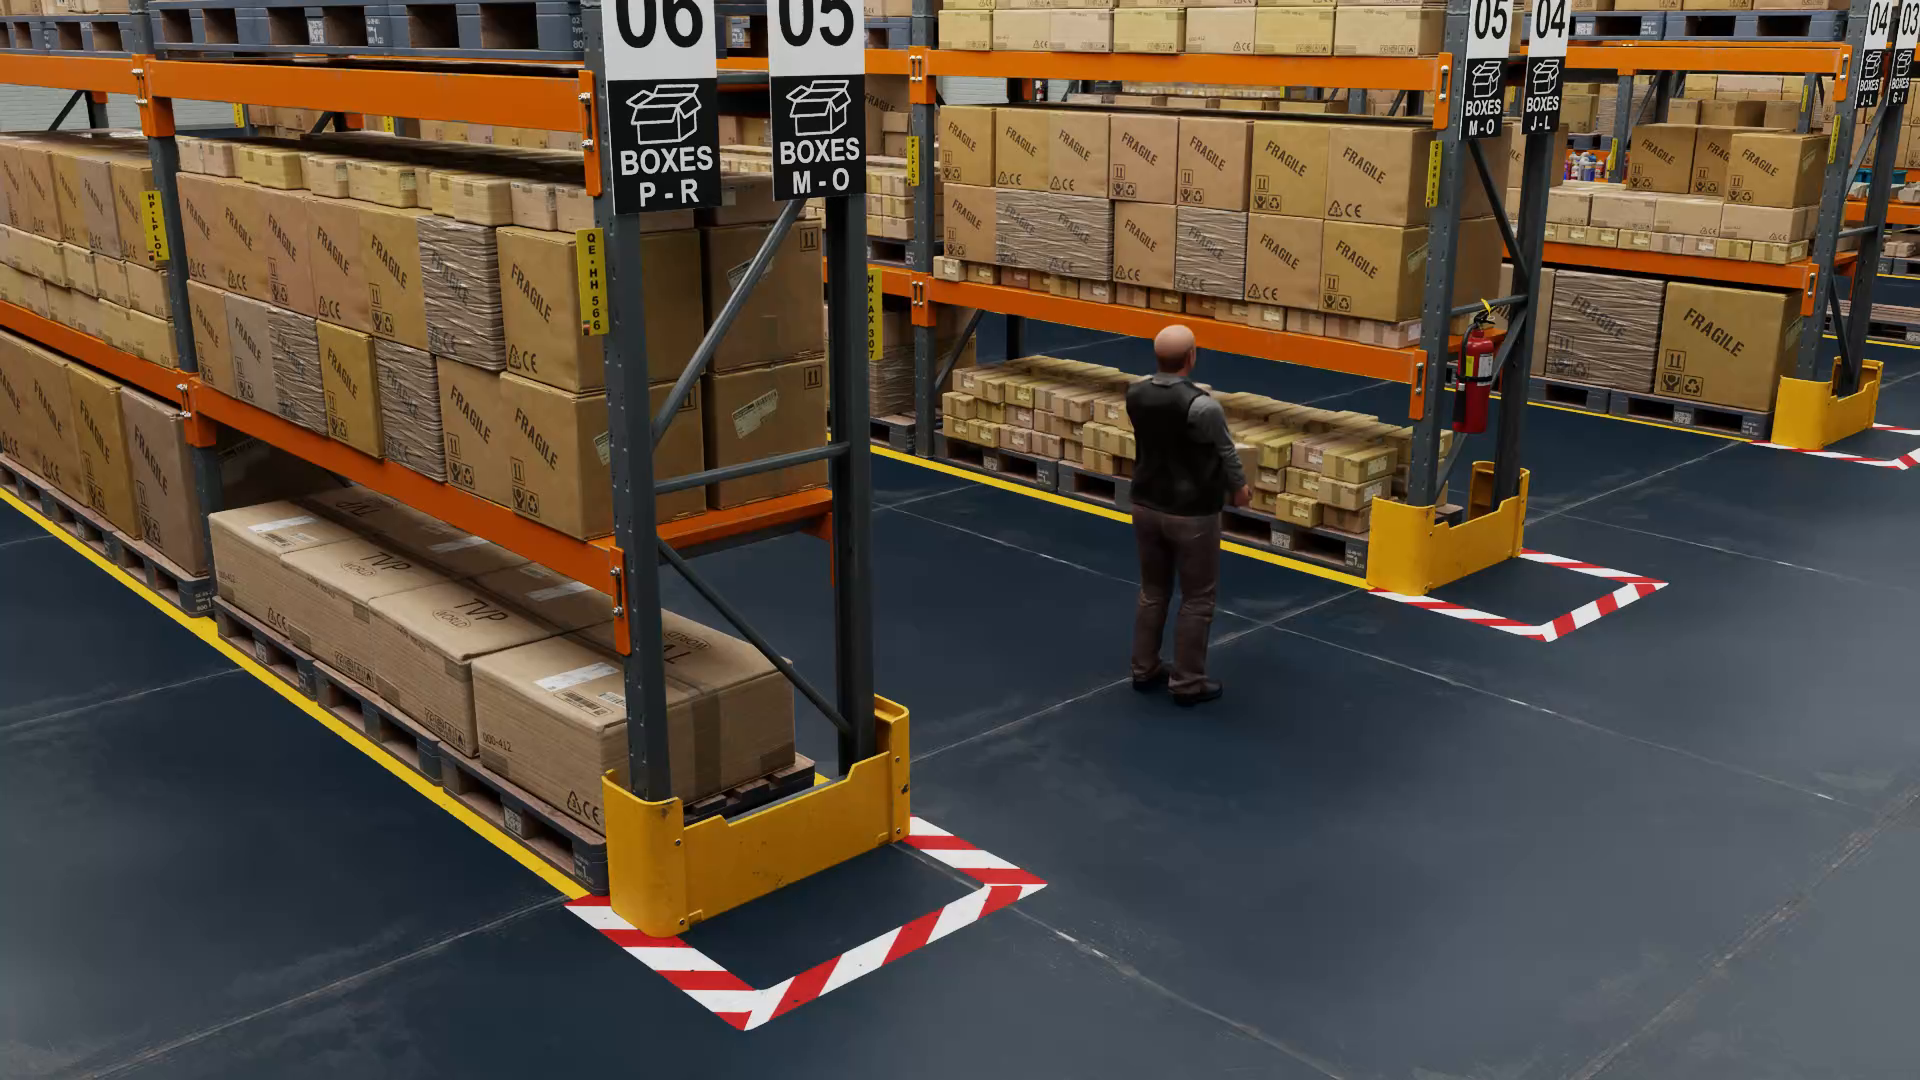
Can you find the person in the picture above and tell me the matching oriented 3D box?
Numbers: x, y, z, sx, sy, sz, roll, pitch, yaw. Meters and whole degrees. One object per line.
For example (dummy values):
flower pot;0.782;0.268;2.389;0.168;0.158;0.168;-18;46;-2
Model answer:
person;1.036;-0.137;7.542;0.531;1.717;0.495;-15;23;-40
